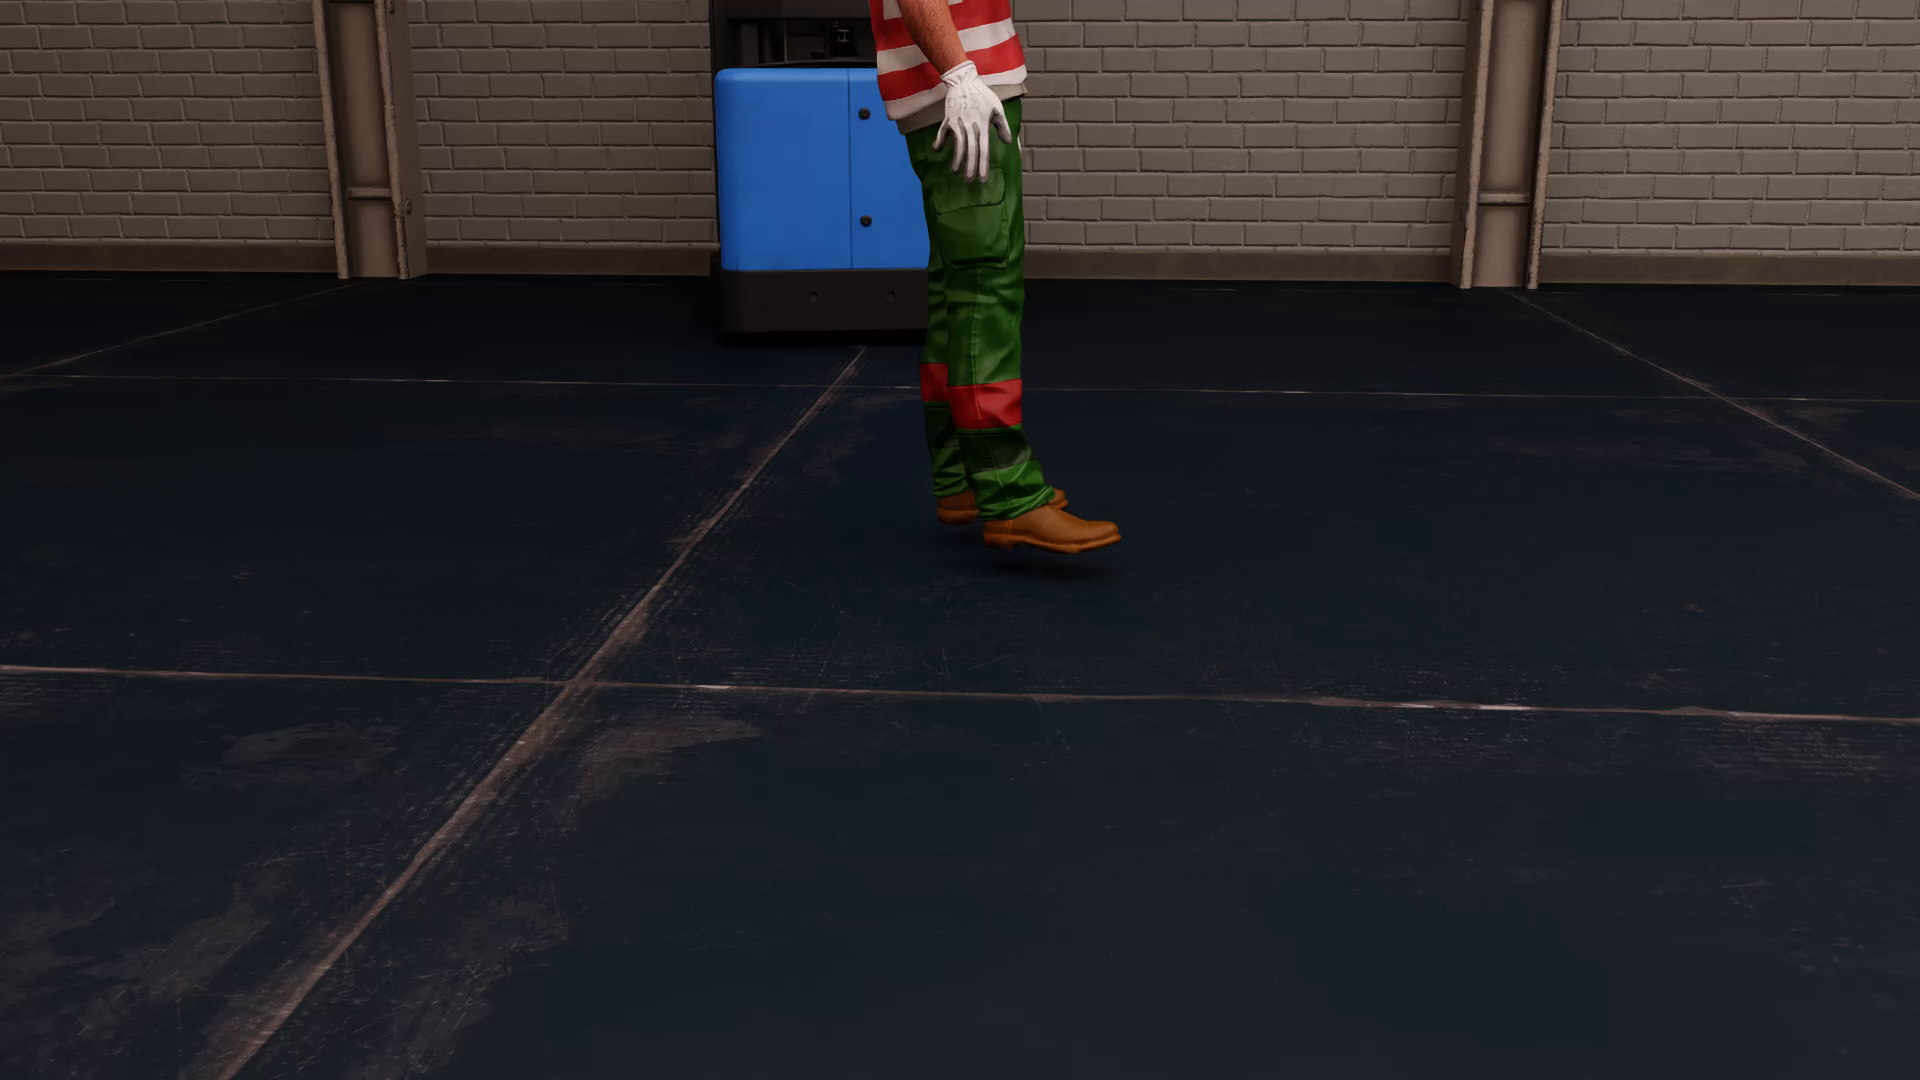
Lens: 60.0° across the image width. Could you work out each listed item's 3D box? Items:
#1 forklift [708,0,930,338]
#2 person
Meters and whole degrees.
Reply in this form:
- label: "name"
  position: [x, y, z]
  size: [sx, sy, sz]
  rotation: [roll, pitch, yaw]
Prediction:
- label: "forklift"
  position: [-0.615, -2.571, 7.685]
  size: [1.130, 2.935, 3.031]
  rotation: [-2, 15, -7]
- label: "person"
  position: [0.079, -0.905, 3.549]
  size: [0.561, 1.789, 0.637]
  rotation: [1, 15, 4]
